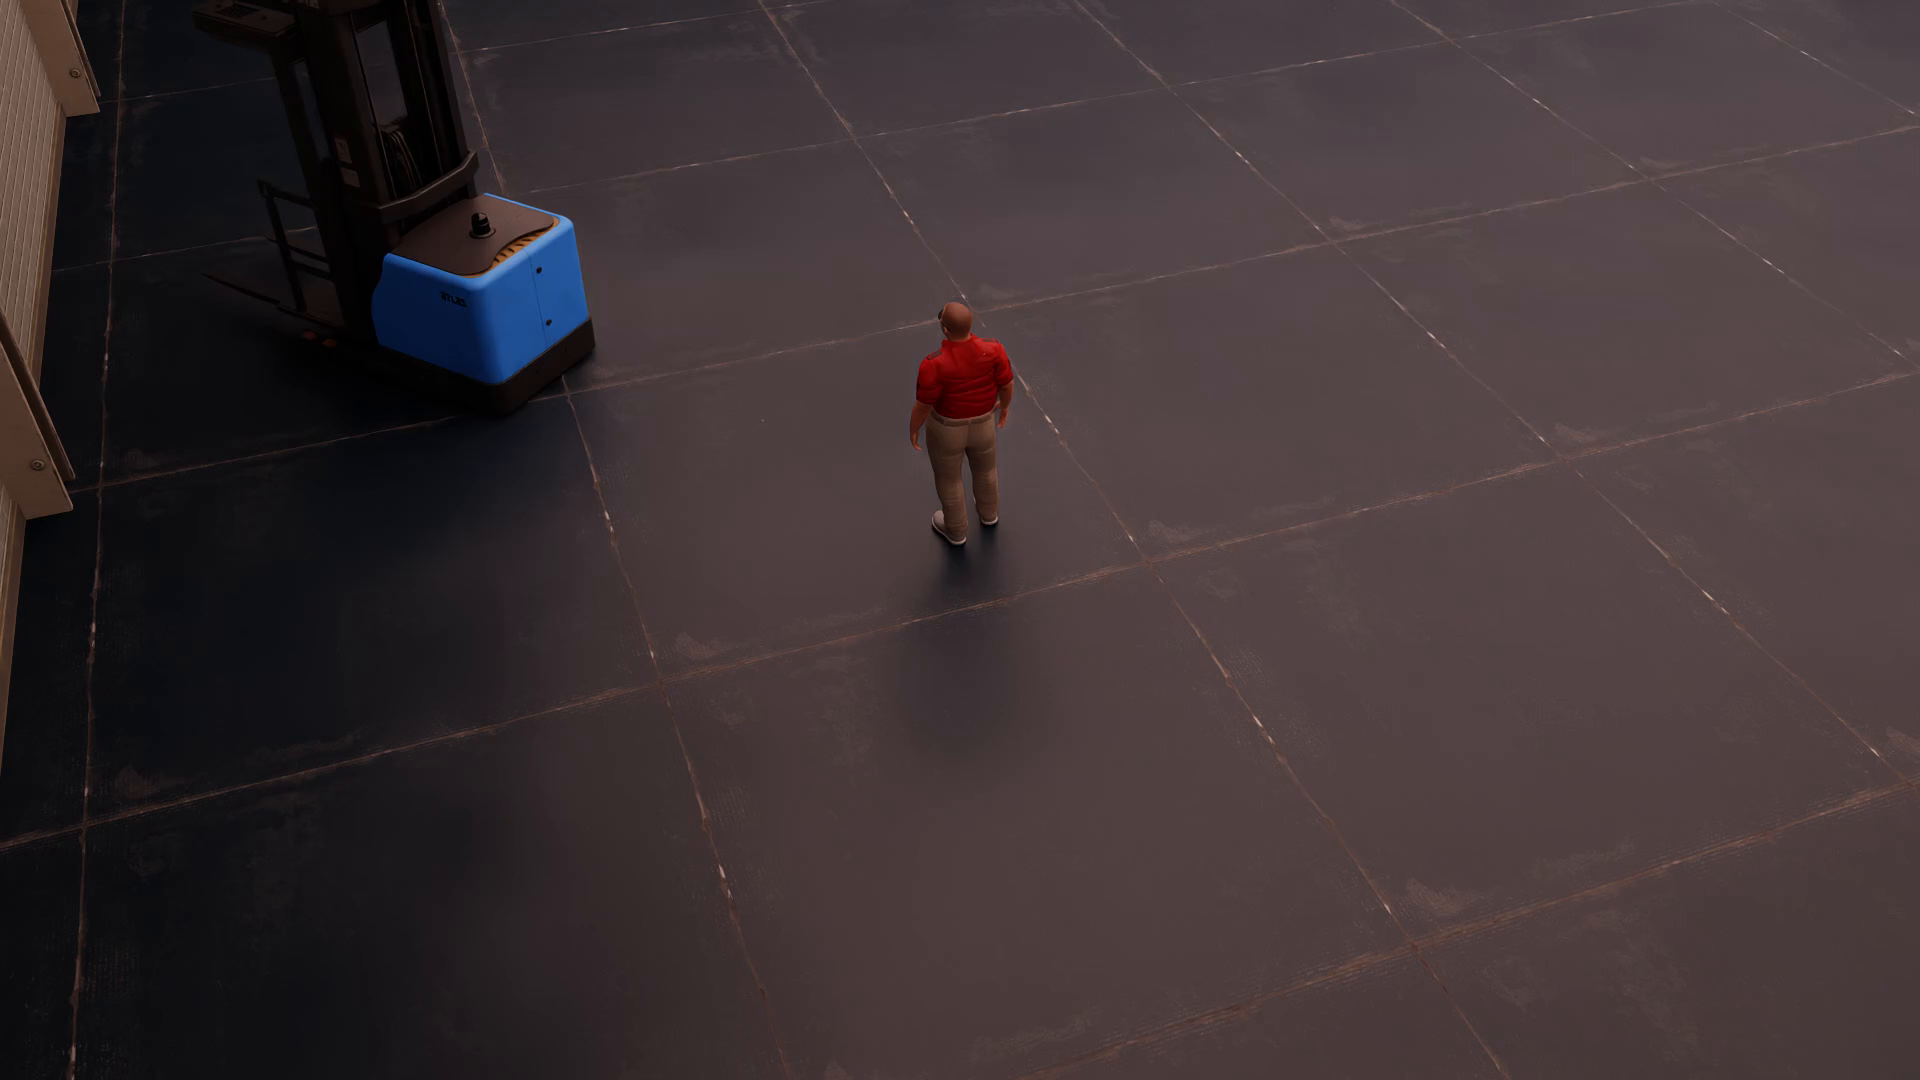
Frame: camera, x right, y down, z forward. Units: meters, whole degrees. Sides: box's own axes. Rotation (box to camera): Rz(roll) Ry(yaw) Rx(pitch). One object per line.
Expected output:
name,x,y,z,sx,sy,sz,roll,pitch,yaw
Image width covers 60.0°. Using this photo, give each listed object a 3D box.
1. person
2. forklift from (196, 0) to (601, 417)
person,-0.019,-0.724,9.783,0.640,1.727,0.551,-13,42,-15
forklift,-4.085,-2.637,11.137,3.031,2.935,1.130,20,44,22
